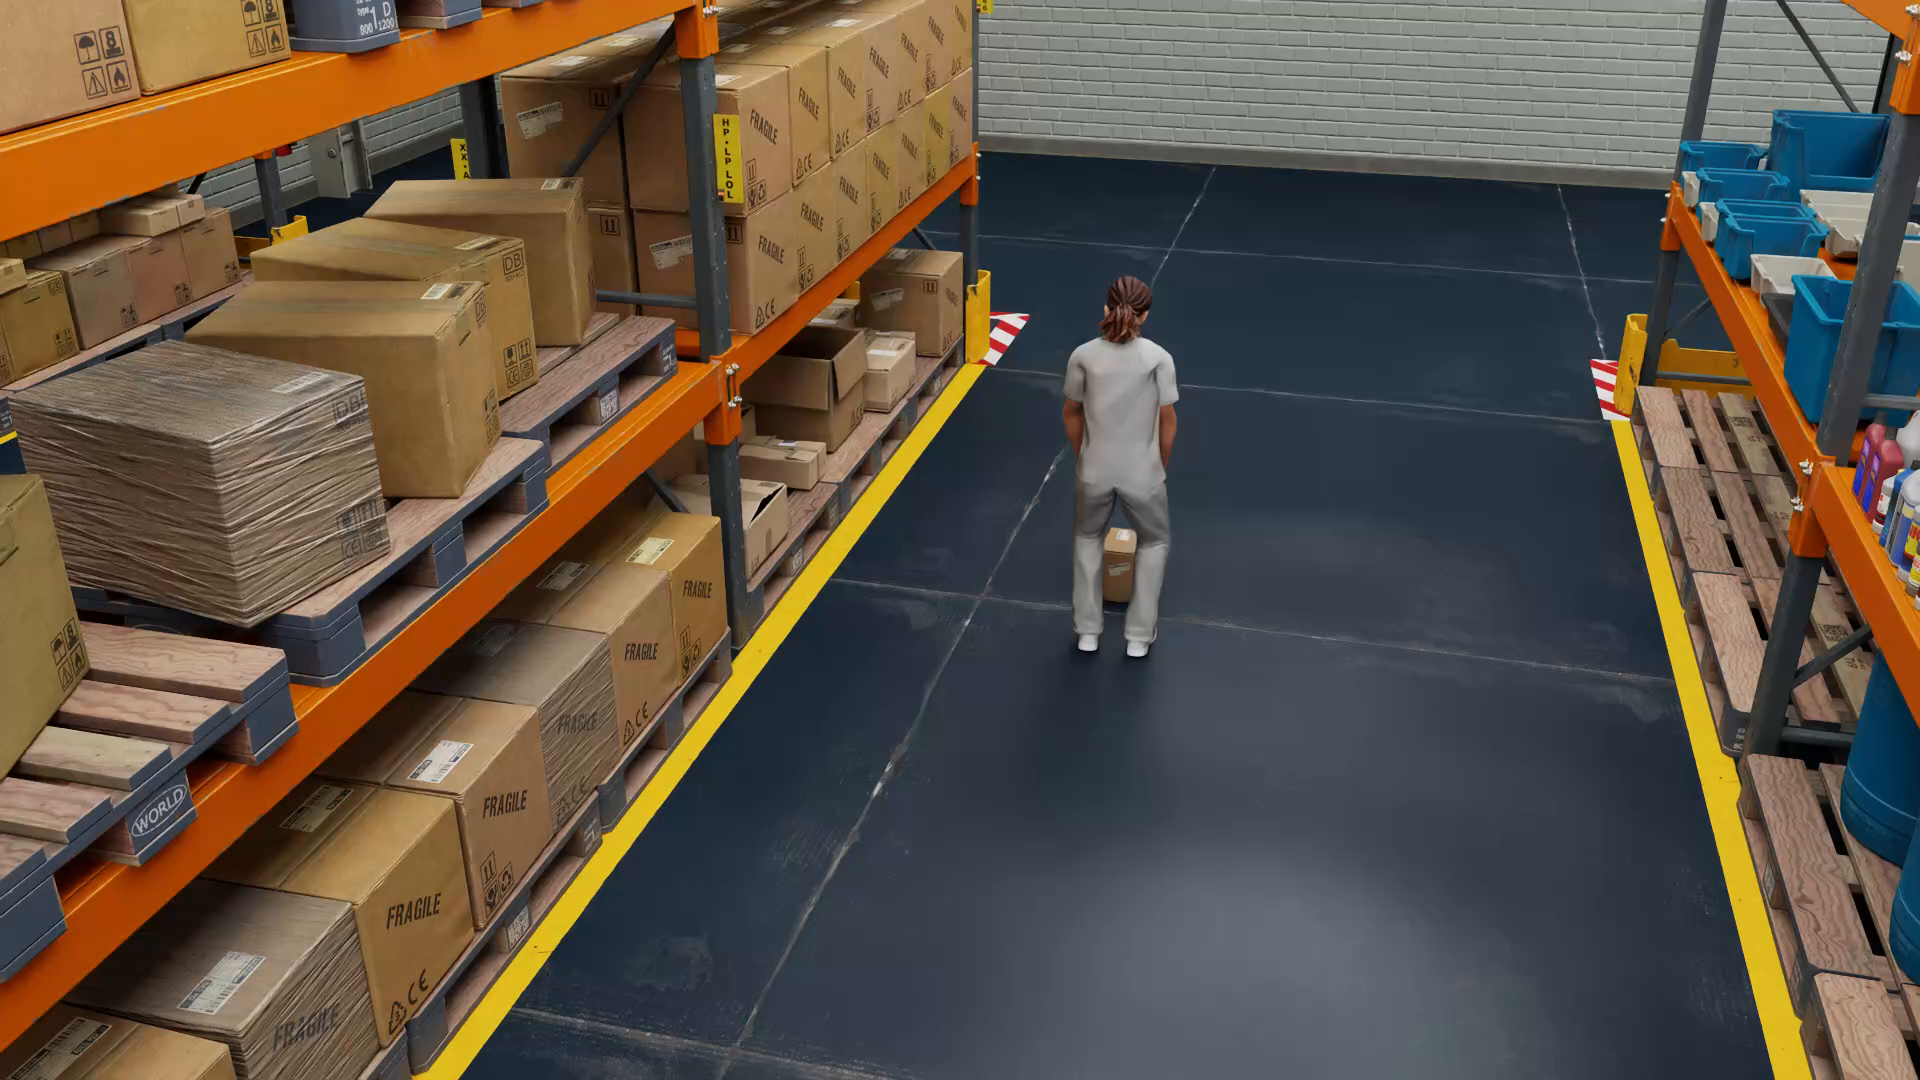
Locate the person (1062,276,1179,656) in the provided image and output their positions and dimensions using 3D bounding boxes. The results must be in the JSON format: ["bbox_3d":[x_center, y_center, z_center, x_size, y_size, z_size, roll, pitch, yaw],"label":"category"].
[{"bbox_3d":[0.644,-0.288,6.846,0.475,1.573,0.467,7,26,14],"label":"person"}]
